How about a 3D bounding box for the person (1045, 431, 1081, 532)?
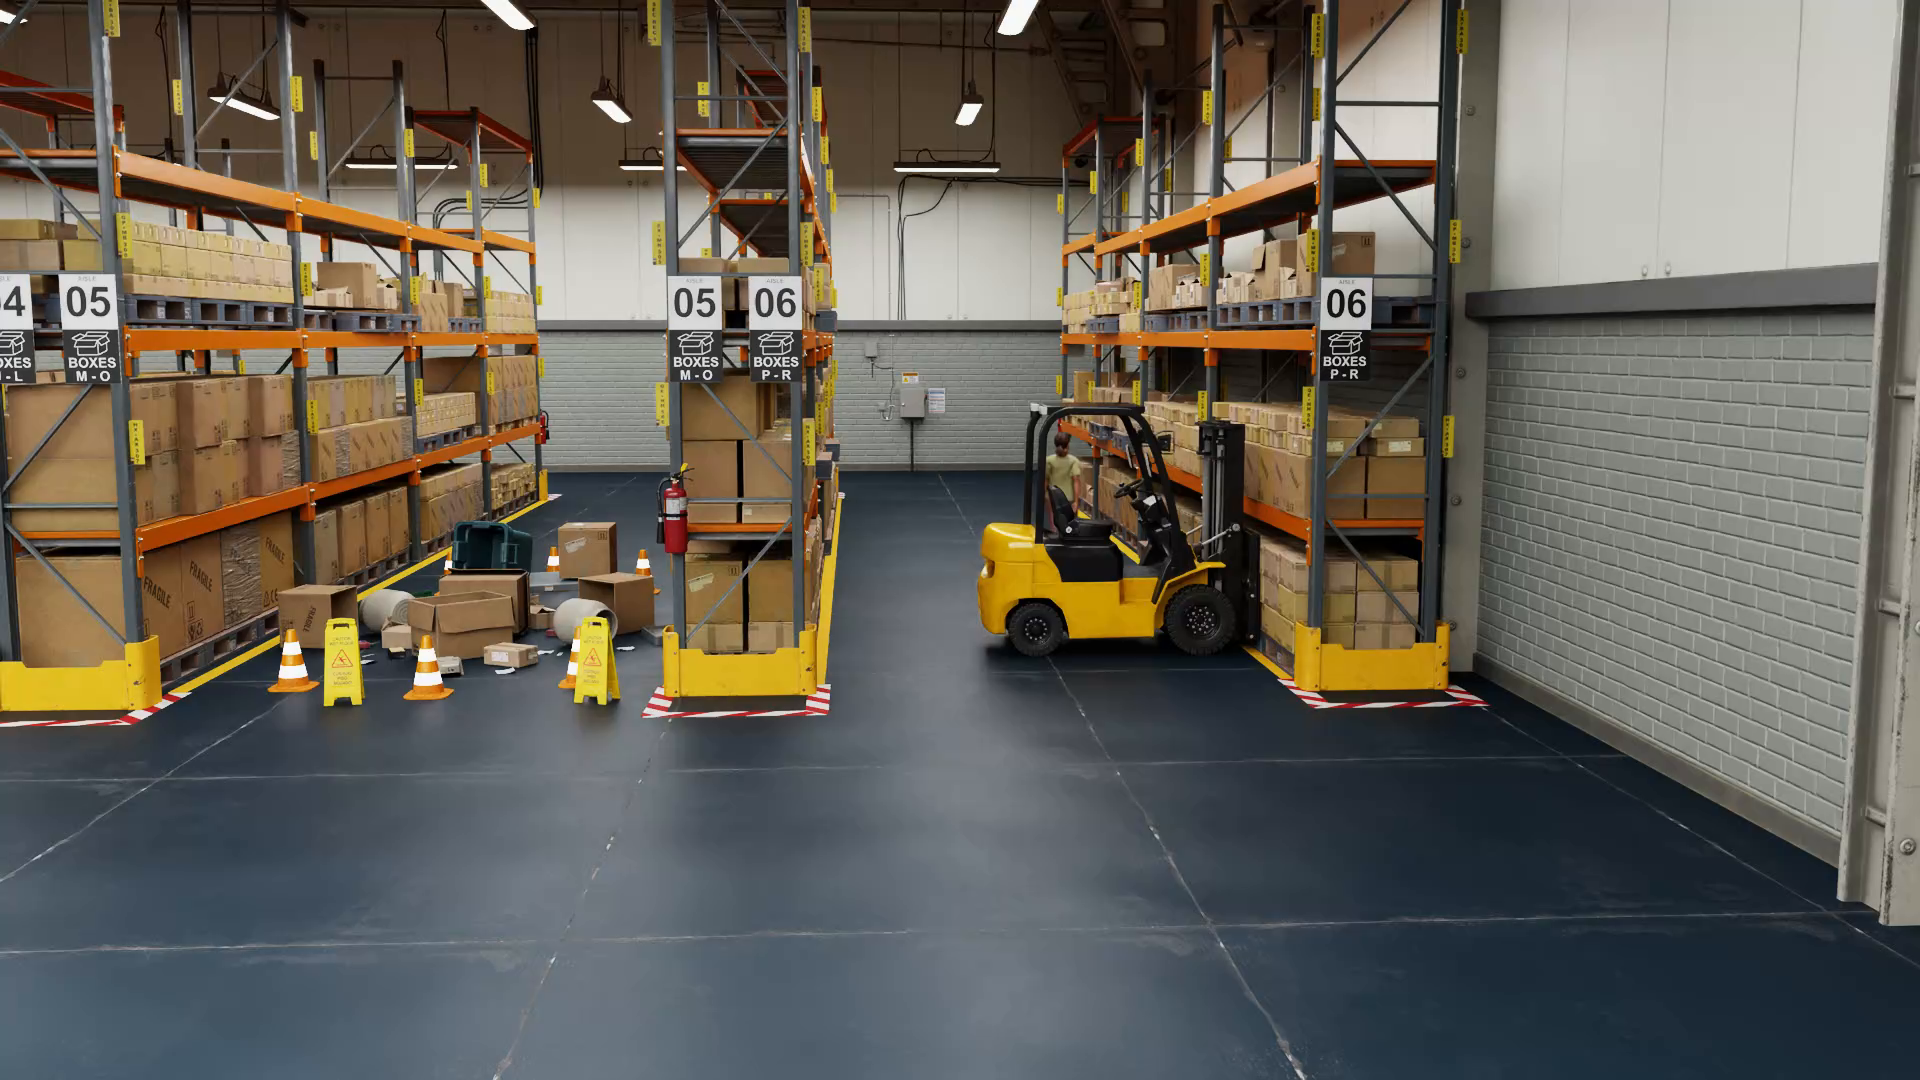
[{"bbox_3d":[1.188,-0.462,19.455,0.452,1.636,0.868,0,7,4],"label":"person"}]
